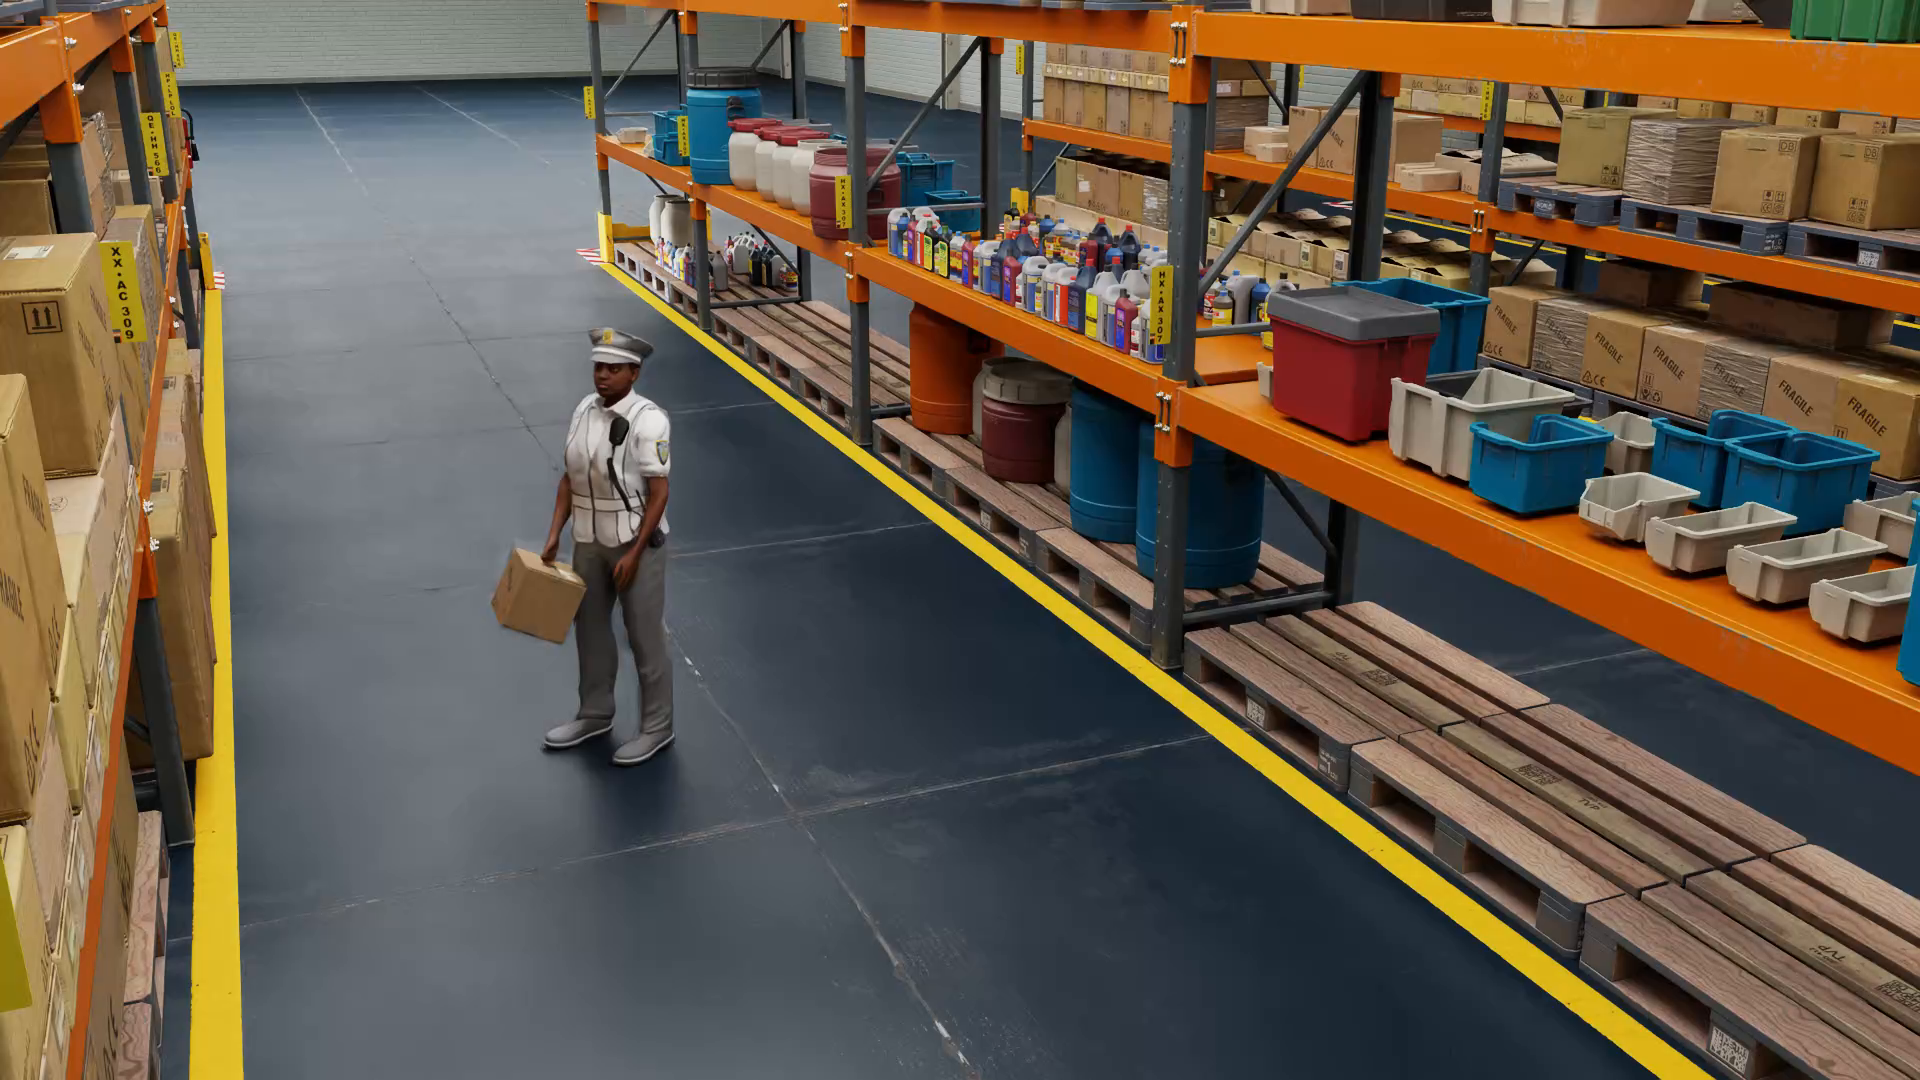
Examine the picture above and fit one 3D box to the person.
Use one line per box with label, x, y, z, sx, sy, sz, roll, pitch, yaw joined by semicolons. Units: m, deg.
person;-1.360;0.018;6.420;0.552;1.704;0.444;11;22;28
